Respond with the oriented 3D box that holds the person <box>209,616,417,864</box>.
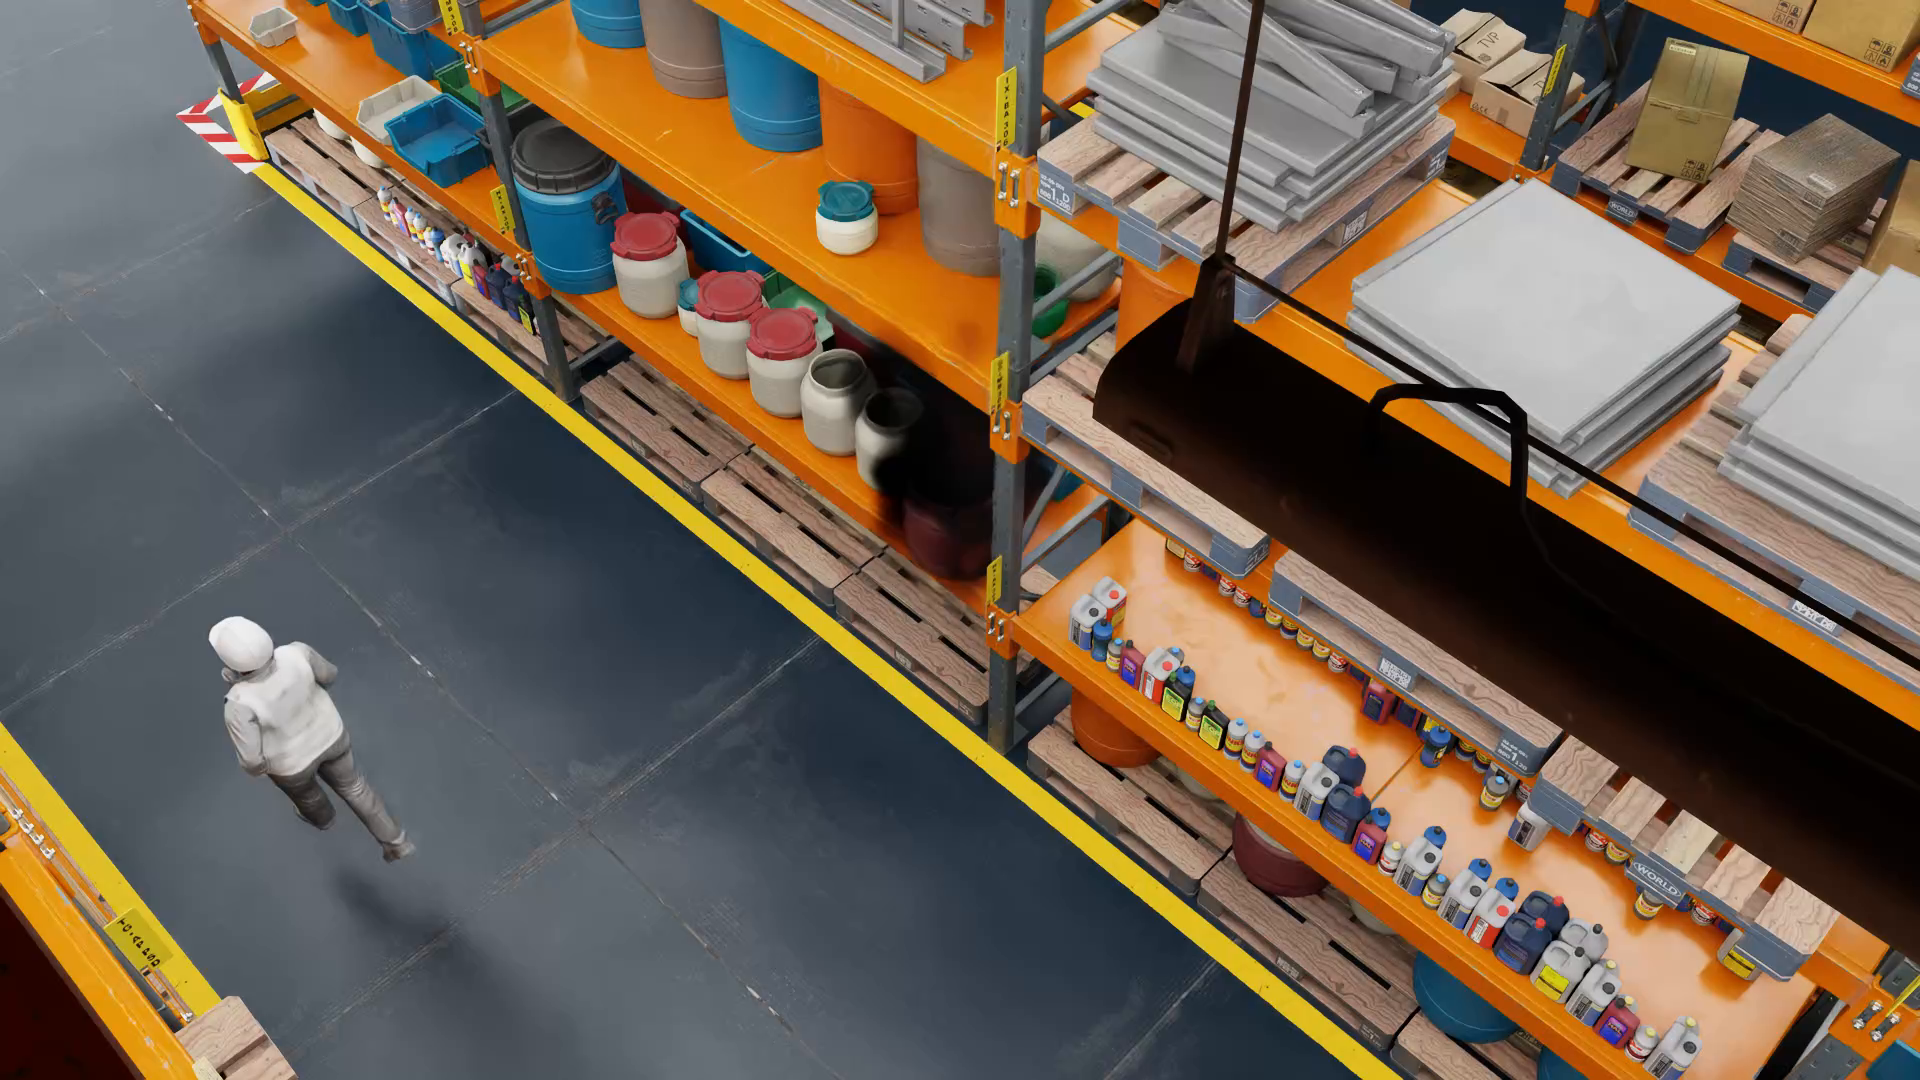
[{"bbox_3d":[-3.183,0.993,8.038,0.831,1.795,0.646,30,56,22],"label":"person"}]
